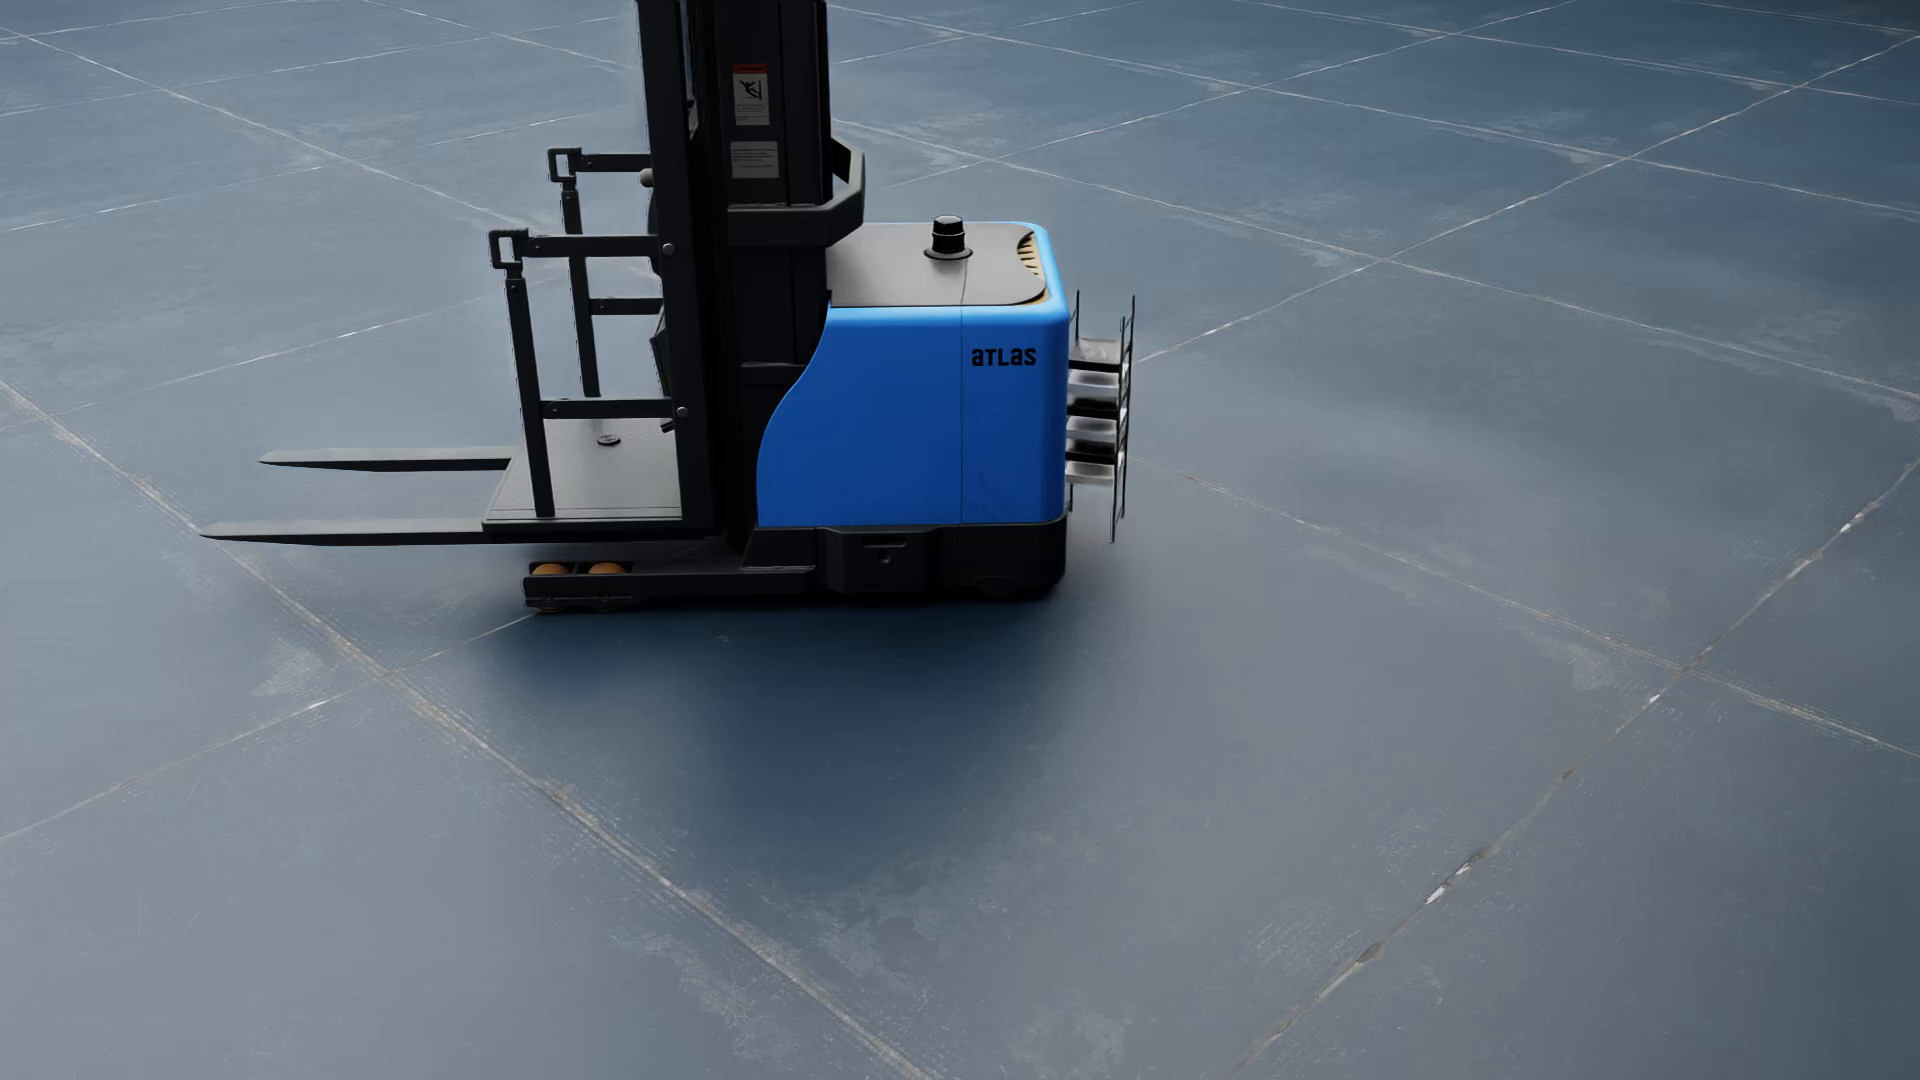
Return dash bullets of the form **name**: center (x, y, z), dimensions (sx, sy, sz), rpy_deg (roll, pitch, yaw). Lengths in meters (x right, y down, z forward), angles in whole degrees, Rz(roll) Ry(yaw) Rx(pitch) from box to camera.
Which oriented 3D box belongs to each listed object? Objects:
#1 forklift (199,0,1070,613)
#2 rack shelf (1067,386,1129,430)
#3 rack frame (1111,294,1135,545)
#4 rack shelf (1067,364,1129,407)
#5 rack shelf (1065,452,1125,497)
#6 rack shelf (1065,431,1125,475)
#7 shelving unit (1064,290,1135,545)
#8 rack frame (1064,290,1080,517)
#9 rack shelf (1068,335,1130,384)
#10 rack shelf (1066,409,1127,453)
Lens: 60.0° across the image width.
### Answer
- **forklift**: center (-1.156, -1.297, 5.566), dimensions (3.031, 2.935, 1.130), rpy_deg (-1, 28, -2)
- **rack shelf**: center (0.501, -0.497, 6.106), dimensions (0.200, 0.077, 0.258), rpy_deg (7, 29, 13)
- **rack frame**: center (0.599, -0.435, 6.110), dimensions (0.006, 0.900, 0.240), rpy_deg (7, 29, 13)
- **rack shelf**: center (0.501, -0.576, 6.064), dimensions (0.200, 0.077, 0.258), rpy_deg (7, 29, 13)
- **rack shelf**: center (0.501, -0.258, 6.231), dimensions (0.200, 0.077, 0.258), rpy_deg (7, 29, 13)
- **rack shelf**: center (0.501, -0.337, 6.190), dimensions (0.200, 0.077, 0.258), rpy_deg (7, 29, 13)
- **shelving unit**: center (0.501, -0.446, 6.132), dimensions (0.210, 0.900, 0.258), rpy_deg (7, 29, 13)
- **rack frame**: center (0.403, -0.458, 6.155), dimensions (0.006, 0.900, 0.240), rpy_deg (7, 29, 13)
- **rack shelf**: center (0.501, -0.656, 6.022), dimensions (0.200, 0.077, 0.258), rpy_deg (7, 29, 13)
- **rack shelf**: center (0.501, -0.417, 6.148), dimensions (0.200, 0.077, 0.258), rpy_deg (7, 29, 13)
